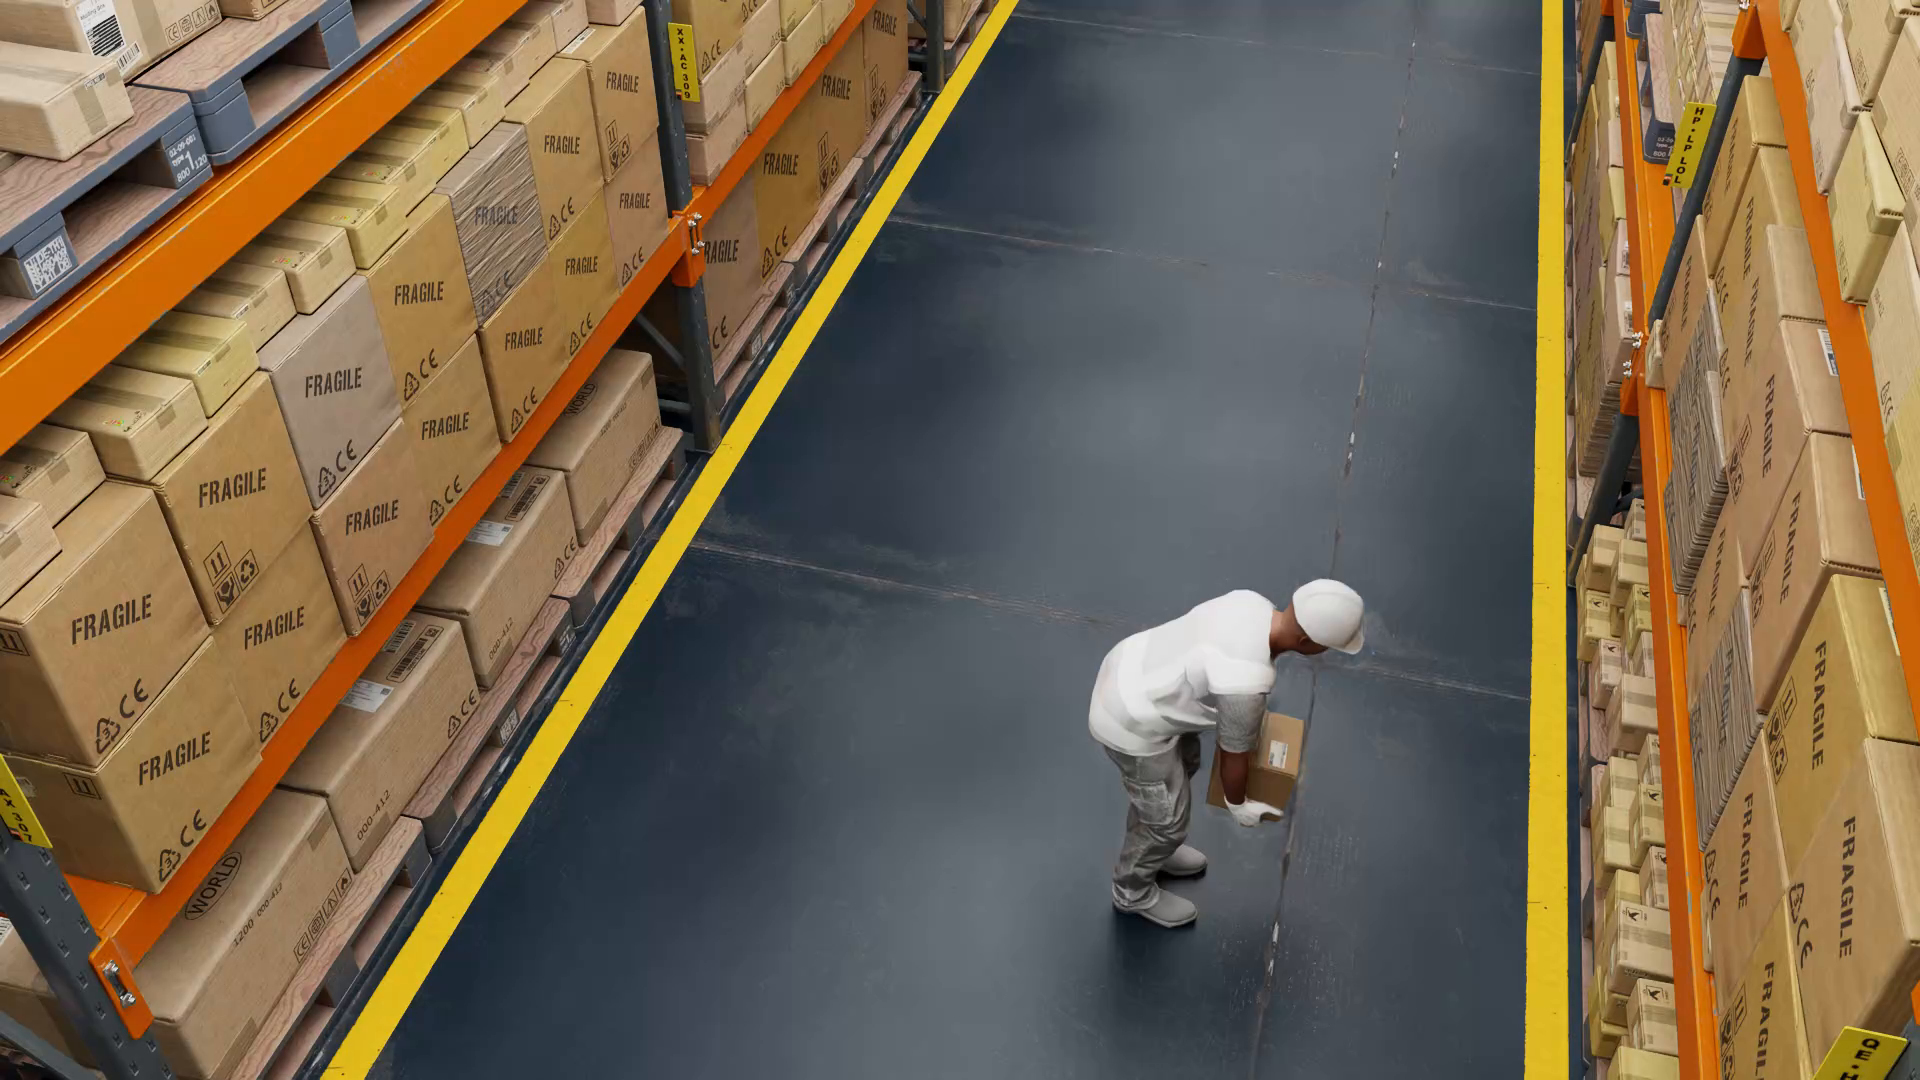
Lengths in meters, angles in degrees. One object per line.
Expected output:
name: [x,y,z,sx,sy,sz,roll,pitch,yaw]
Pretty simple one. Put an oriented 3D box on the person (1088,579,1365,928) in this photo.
person: [0.837,0.680,5.533,0.823,1.543,0.473,9,41,10]
